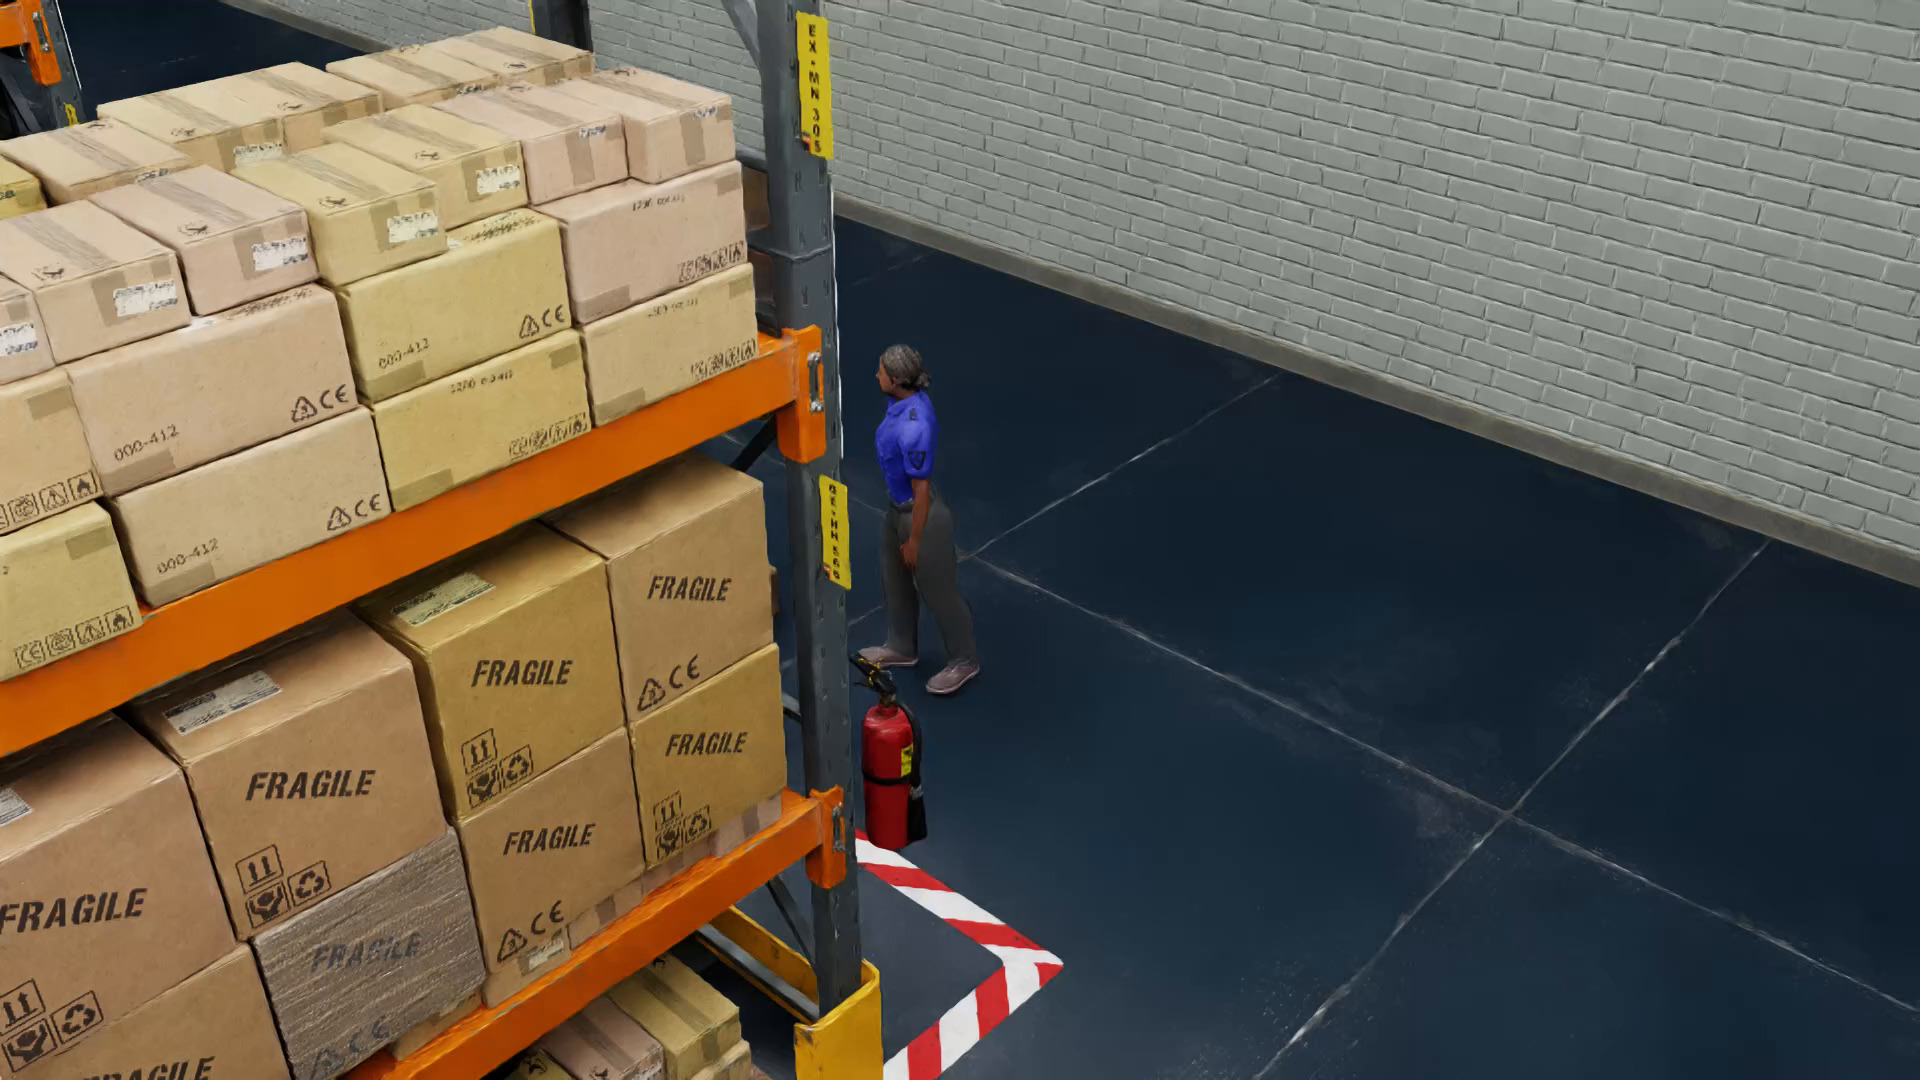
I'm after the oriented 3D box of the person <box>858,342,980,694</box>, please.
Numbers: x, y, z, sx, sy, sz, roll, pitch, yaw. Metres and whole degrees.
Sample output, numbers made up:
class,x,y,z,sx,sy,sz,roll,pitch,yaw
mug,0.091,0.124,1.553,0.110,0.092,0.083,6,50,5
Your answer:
class,x,y,z,sx,sy,sz,roll,pitch,yaw
person,-0.194,-0.093,7.290,0.551,1.657,0.465,-5,32,-8
